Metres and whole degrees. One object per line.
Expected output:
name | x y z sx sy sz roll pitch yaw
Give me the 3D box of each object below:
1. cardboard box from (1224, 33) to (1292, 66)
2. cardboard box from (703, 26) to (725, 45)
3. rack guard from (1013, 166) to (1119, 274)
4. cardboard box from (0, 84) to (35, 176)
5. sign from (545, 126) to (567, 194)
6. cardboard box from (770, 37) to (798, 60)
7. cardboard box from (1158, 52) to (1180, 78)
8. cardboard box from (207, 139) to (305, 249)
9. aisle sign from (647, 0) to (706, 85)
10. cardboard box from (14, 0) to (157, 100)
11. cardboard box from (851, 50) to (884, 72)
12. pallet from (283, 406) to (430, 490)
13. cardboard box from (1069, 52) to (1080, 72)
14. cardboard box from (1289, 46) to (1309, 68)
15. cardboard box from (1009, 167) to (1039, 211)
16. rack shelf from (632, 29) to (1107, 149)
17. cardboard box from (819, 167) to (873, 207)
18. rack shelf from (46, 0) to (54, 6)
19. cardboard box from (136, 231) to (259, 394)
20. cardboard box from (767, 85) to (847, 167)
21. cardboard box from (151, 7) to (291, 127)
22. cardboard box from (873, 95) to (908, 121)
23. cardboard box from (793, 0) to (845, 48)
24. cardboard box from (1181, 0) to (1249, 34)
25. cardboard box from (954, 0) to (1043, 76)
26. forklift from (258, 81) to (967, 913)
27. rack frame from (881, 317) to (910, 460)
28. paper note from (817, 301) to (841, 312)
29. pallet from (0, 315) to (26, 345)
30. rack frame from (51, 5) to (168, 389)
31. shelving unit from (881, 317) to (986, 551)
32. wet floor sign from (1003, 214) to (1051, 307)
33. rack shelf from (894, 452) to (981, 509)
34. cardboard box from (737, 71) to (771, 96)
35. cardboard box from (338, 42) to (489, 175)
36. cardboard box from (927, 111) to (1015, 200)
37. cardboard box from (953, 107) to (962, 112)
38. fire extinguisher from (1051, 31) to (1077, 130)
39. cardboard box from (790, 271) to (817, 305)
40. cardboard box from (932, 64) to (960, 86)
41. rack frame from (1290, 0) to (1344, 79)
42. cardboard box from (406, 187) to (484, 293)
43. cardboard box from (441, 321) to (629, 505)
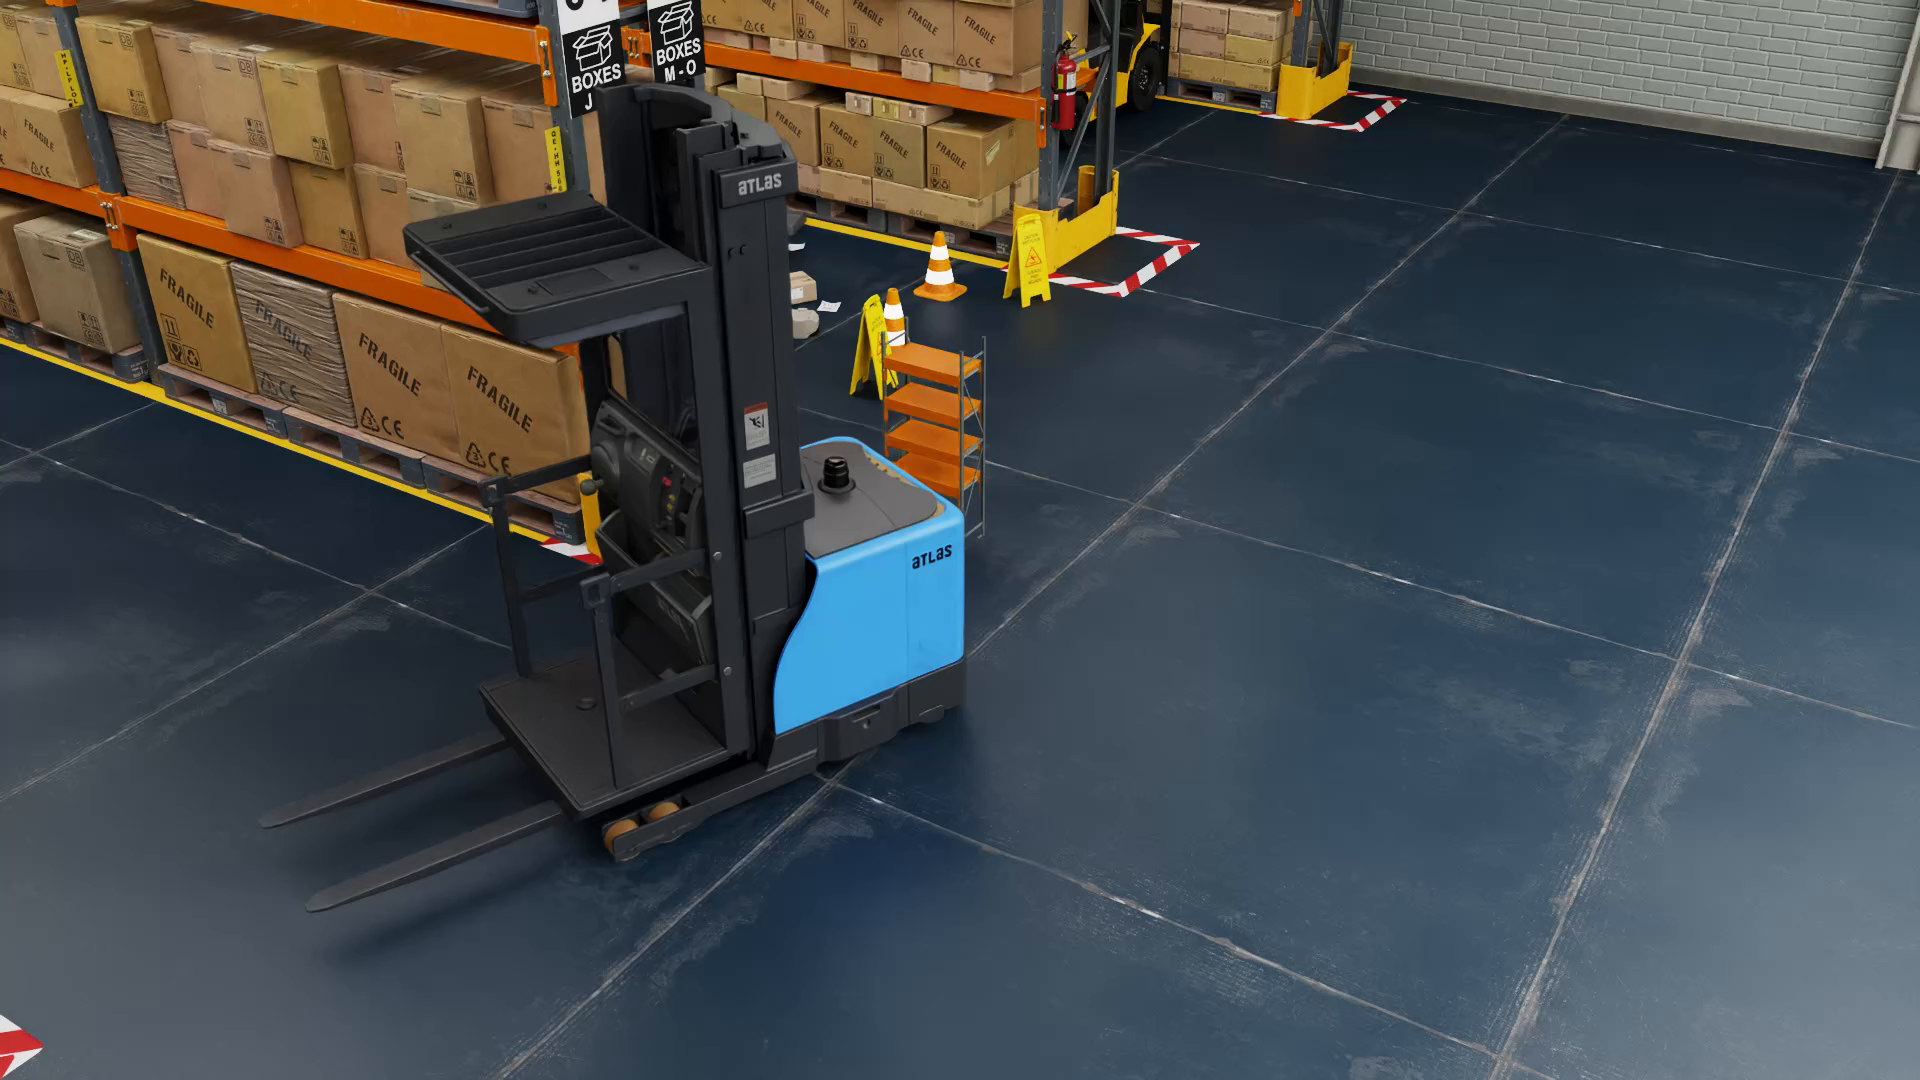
cardboard box | 2.960 -4.915 16.514 0.500 0.250 0.500 17 34 27
cardboard box | -1.906 -4.227 13.768 0.250 0.149 0.380 17 34 27
rack guard | 0.838 -2.530 13.090 0.348 0.500 1.175 18 35 27
cardboard box | -6.043 -2.725 10.845 0.500 0.500 0.500 17 34 27
sign | -1.944 -1.824 8.016 0.005 0.325 0.100 18 35 27
cardboard box | -1.311 -3.984 13.352 0.250 0.149 0.380 18 35 28
cardboard box | 2.137 -4.968 17.102 0.500 0.250 0.500 18 35 28
cardboard box | -3.840 -2.159 9.826 0.550 0.550 0.875 18 35 27
aisle sign | -1.424 -2.681 8.289 0.004 0.787 0.394 18 35 27
cardboard box | -5.455 -3.126 10.541 0.500 0.500 0.700 17 34 27
cardboard box | -0.649 -3.802 13.040 0.250 0.149 0.380 17 34 27
pallet | -3.392 -0.753 10.331 1.213 0.211 1.003 18 35 27
cardboard box | 0.725 -3.660 12.796 0.250 0.149 0.380 18 35 28
cardboard box | 3.226 -4.917 17.014 0.500 0.250 0.500 18 35 28
cardboard box | 0.366 -2.917 13.585 0.500 0.250 0.500 17 34 27
rack shelf | -0.792 -3.814 13.525 4.000 0.370 1.077 18 35 27
cardboard box | -0.806 -2.964 13.667 0.500 0.250 0.500 16 34 26
rack shelf | -6.725 -4.042 10.938 4.000 0.370 1.077 18 35 27
cardboard box | -4.536 -1.586 10.684 0.875 0.875 0.875 18 35 28
cardboard box | -1.231 -3.427 13.715 0.500 0.500 0.500 20 36 30
cardboard box | -4.210 -2.841 9.922 0.550 0.550 0.875 18 35 27
cardboard box | -0.473 -3.429 13.074 0.250 0.149 0.380 18 35 28
cardboard box | -0.967 -4.204 13.085 0.500 0.500 0.500 18 35 28
cardboard box | 2.547 -5.259 16.607 0.500 0.250 0.500 18 35 28
cardboard box | 0.296 -3.789 12.373 0.500 0.500 0.500 17 34 26
forklift | -1.461 -0.230 6.735 3.031 2.935 1.130 -20 36 -30
rack frame | -0.347 -0.628 9.136 0.015 1.200 0.240 18 35 27
paper note | -0.956 -1.710 12.151 0.142 0.019 0.148 6 31 10
pallet | -6.763 -1.817 12.156 1.213 0.211 1.003 18 35 27
rack frame | -5.031 -2.521 10.594 0.127 3.000 1.000 18 35 27
shelving unit | -0.140 -0.563 9.024 0.503 1.200 0.258 18 35 27
wet floor sign | 0.494 -2.065 12.149 0.267 0.644 0.232 -21 36 -32
rack shelf | -0.140 -0.333 9.158 0.480 0.148 0.258 18 35 27
cardboard box | -1.619 -3.789 13.692 0.250 0.149 0.380 19 35 29
cardboard box | -2.854 -2.412 9.188 0.550 0.550 0.875 18 35 27
cardboard box | 0.085 -3.010 13.001 0.500 0.500 0.500 18 35 28
cardboard box | -0.099 -3.385 13.644 0.500 0.500 0.500 16 34 26
fire extinguisher | 0.754 -3.328 12.055 0.183 0.674 0.296 18 35 27
cardboard box | -1.281 -1.846 12.268 0.380 0.149 0.250 -15 33 -24
cardboard box | -0.007 -3.588 12.672 0.250 0.149 0.380 17 34 27
rack frame | 3.538 -5.709 16.058 0.127 3.000 1.000 18 35 27
cardboard box | -2.459 -1.732 9.094 0.550 0.550 0.875 18 35 27
cardboard box | -2.253 -0.866 9.450 0.875 0.875 0.875 18 35 28
